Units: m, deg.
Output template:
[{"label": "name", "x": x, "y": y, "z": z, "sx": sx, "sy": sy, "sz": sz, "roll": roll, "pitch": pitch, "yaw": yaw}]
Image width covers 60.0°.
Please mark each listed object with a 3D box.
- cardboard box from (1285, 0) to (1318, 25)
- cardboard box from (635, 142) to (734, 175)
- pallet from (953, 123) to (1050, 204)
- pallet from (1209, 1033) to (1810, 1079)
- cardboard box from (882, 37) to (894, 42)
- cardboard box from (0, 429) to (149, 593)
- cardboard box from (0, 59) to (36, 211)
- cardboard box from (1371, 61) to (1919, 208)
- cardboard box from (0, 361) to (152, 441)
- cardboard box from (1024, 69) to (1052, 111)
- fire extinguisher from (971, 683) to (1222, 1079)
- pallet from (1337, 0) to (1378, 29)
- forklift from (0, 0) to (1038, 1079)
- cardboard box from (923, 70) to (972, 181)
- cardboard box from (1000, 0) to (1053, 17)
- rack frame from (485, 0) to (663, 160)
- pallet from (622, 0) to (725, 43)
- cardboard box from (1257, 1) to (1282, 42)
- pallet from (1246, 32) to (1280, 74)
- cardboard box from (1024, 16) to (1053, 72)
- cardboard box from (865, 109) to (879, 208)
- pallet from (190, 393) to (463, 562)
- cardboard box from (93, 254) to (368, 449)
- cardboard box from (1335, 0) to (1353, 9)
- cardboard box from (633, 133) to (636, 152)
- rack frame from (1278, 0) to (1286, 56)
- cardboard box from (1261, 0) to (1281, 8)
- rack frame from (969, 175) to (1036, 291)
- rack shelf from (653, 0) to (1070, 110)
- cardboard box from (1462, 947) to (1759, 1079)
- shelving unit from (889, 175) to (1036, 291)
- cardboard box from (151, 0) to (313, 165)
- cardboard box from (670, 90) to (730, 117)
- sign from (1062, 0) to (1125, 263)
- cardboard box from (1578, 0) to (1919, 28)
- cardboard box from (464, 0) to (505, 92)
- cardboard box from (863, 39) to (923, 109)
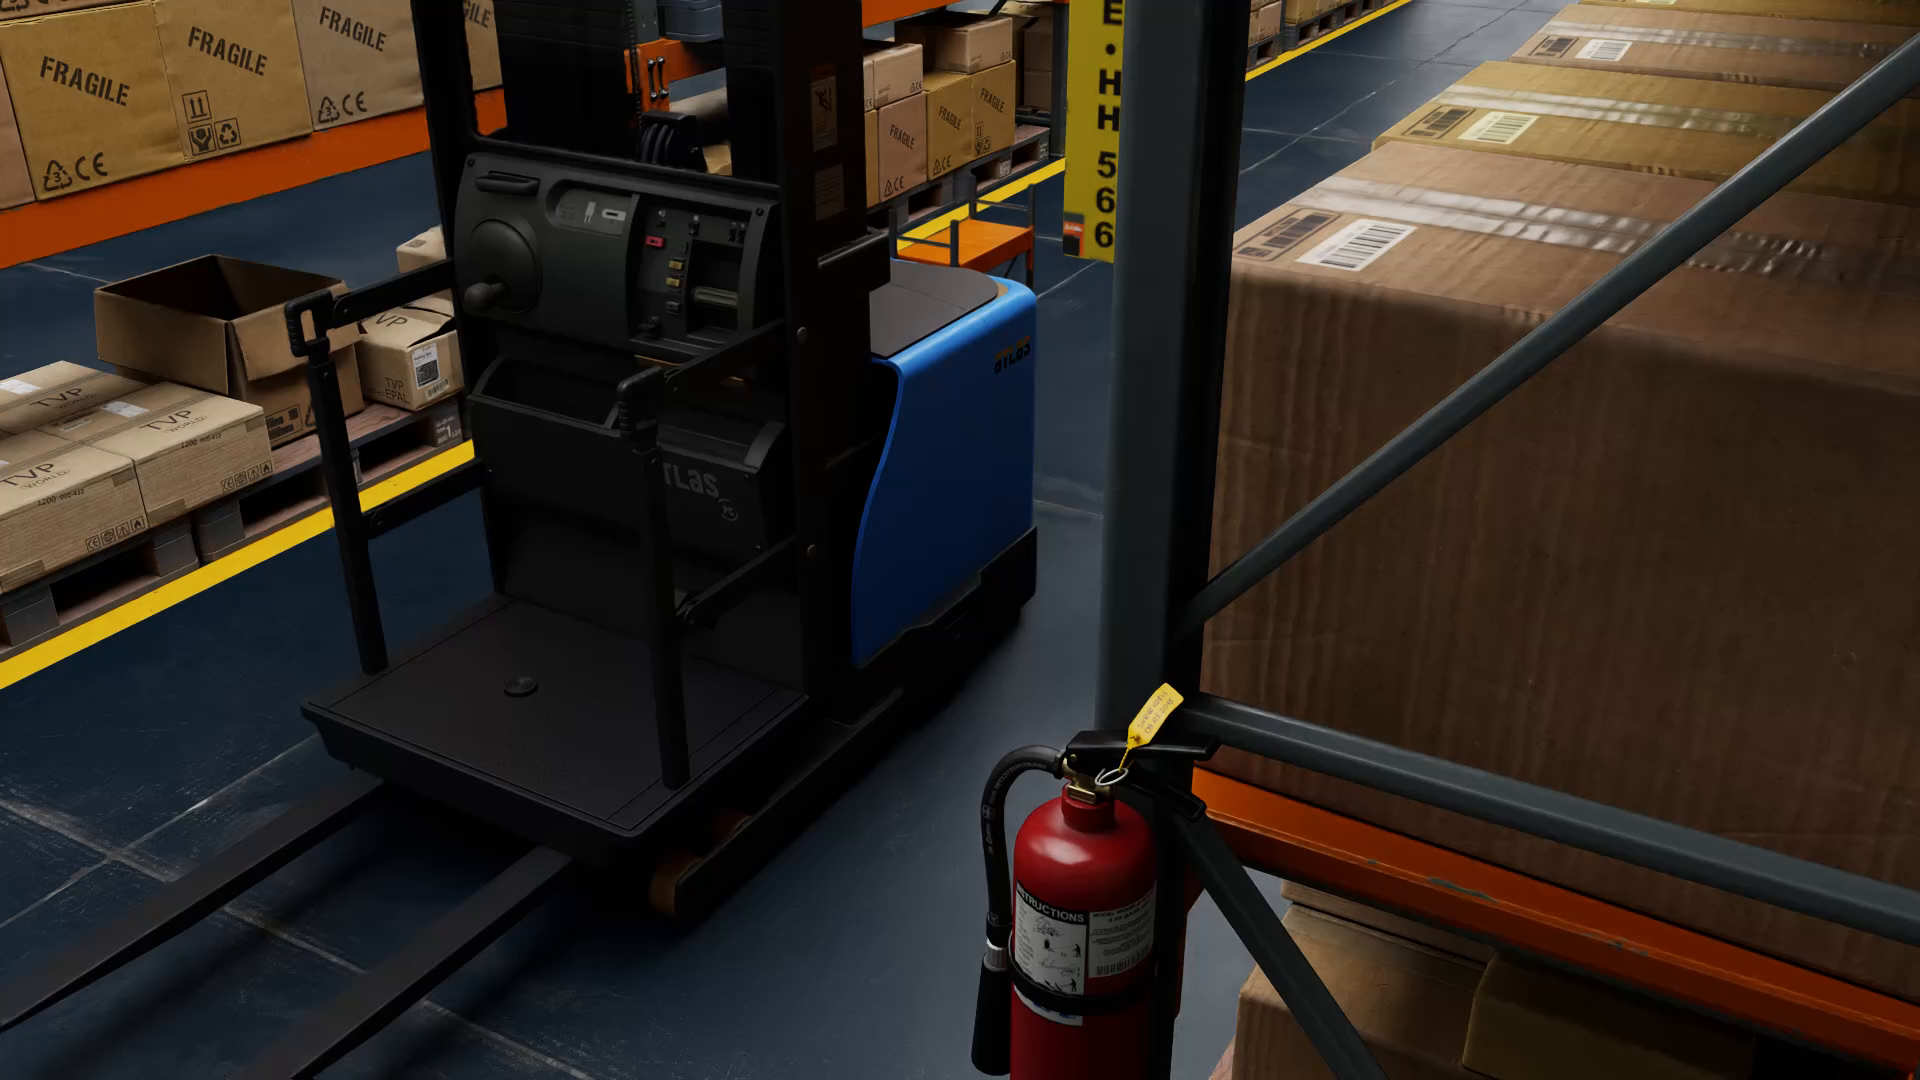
[{"label": "cardboard box", "x": 2.704, "y": -4.539, "z": 14.069, "sx": 0.500, "sy": 0.250, "sz": 0.500, "roll": 14, "pitch": 30, "yaw": 26}, {"label": "cardboard box", "x": -1.274, "y": -1.563, "z": 7.822, "sx": 0.500, "sy": 0.500, "sz": 0.500, "roll": 13, "pitch": 29, "yaw": 24}, {"label": "pallet", "x": -0.156, "y": -2.378, "z": 10.265, "sx": 1.003, "sy": 0.211, "sz": 1.213, "roll": 14, "pitch": 30, "yaw": 26}, {"label": "pallet", "x": 0.948, "y": 1.217, "z": 3.082, "sx": 1.003, "sy": 0.211, "sz": 1.213, "roll": 14, "pitch": 30, "yaw": 26}, {"label": "cardboard box", "x": -0.229, "y": -2.872, "z": 10.438, "sx": 0.500, "sy": 0.500, "sz": 0.500, "roll": 16, "pitch": 31, "yaw": 28}, {"label": "cardboard box", "x": -2.931, "y": -0.102, "z": 5.182, "sx": 0.500, "sy": 0.250, "sz": 0.500, "roll": 14, "pitch": 30, "yaw": 26}, {"label": "cardboard box", "x": -2.995, "y": -1.152, "z": 4.589, "sx": 0.500, "sy": 0.500, "sz": 0.500, "roll": 14, "pitch": 30, "yaw": 26}, {"label": "cardboard box", "x": 1.213, "y": -0.322, "z": 2.707, "sx": 0.980, "sy": 0.700, "sz": 0.700, "roll": 14, "pitch": 30, "yaw": 26}, {"label": "cardboard box", "x": -3.145, "y": -0.387, "z": 5.753, "sx": 0.500, "sy": 0.250, "sz": 0.500, "roll": 14, "pitch": 30, "yaw": 26}, {"label": "cardboard box", "x": 0.757, "y": -3.006, "z": 11.006, "sx": 0.500, "sy": 0.250, "sz": 0.500, "roll": 14, "pitch": 30, "yaw": 26}, {"label": "fire extinguisher", "x": 0.147, "y": 0.458, "z": 1.988, "sx": 0.296, "sy": 0.674, "sz": 0.183, "roll": 14, "pitch": 30, "yaw": 26}, {"label": "pallet", "x": 3.238, "y": -4.998, "z": 15.498, "sx": 1.003, "sy": 0.211, "sz": 1.213, "roll": 14, "pitch": 30, "yaw": 26}, {"label": "forklift", "x": -0.942, "y": -0.643, "z": 3.760, "sx": 1.130, "sy": 2.935, "sz": 3.031, "roll": 15, "pitch": 30, "yaw": 27}, {"label": "cardboard box", "x": -0.267, "y": -2.369, "z": 9.433, "sx": 0.500, "sy": 0.500, "sz": 0.500, "roll": 13, "pitch": 29, "yaw": 24}, {"label": "cardboard box", "x": 0.537, "y": -3.579, "z": 11.525, "sx": 0.500, "sy": 0.311, "sz": 0.500, "roll": 14, "pitch": 30, "yaw": 25}, {"label": "rack frame", "x": -1.724, "y": -2.349, "z": 7.092, "sx": 1.000, "sy": 3.000, "sz": 0.127, "roll": 14, "pitch": 30, "yaw": 26}, {"label": "pallet", "x": -1.236, "y": -2.551, "z": 7.709, "sx": 1.003, "sy": 0.211, "sz": 1.213, "roll": 14, "pitch": 30, "yaw": 26}, {"label": "cardboard box", "x": 2.260, "y": -4.200, "z": 13.391, "sx": 0.500, "sy": 0.250, "sz": 0.500, "roll": 14, "pitch": 30, "yaw": 26}, {"label": "pallet", "x": 1.883, "y": -3.924, "z": 13.353, "sx": 1.003, "sy": 0.211, "sz": 1.213, "roll": 14, "pitch": 30, "yaw": 26}, {"label": "cardboard box", "x": 0.757, "y": -3.256, "z": 10.880, "sx": 0.500, "sy": 0.311, "sz": 0.500, "roll": 15, "pitch": 30, "yaw": 28}, {"label": "cardboard box", "x": -0.769, "y": -1.966, "z": 8.628, "sx": 0.500, "sy": 0.500, "sz": 0.500, "roll": 15, "pitch": 30, "yaw": 27}, {"label": "pallet", "x": -2.662, "y": -0.357, "z": 6.228, "sx": 1.003, "sy": 0.211, "sz": 1.213, "roll": 14, "pitch": 30, "yaw": 26}, {"label": "cardboard box", "x": -2.644, "y": -0.696, "z": 6.087, "sx": 0.797, "sy": 0.503, "sz": 0.637, "roll": 14, "pitch": 30, "yaw": 26}, {"label": "cardboard box", "x": 3.205, "y": -4.927, "z": 14.843, "sx": 0.500, "sy": 0.250, "sz": 0.500, "roll": 14, "pitch": 30, "yaw": 26}, {"label": "cardboard box", "x": -1.731, "y": -1.683, "z": 8.063, "sx": 0.500, "sy": 0.500, "sz": 0.500, "roll": 14, "pitch": 30, "yaw": 26}, {"label": "rack frame", "x": 2.212, "y": -5.467, "z": 13.320, "sx": 1.000, "sy": 3.000, "sz": 0.127, "roll": 14, "pitch": 30, "yaw": 26}, {"label": "cardboard box", "x": 2.262, "y": -4.455, "z": 13.275, "sx": 0.500, "sy": 0.311, "sz": 0.500, "roll": 14, "pitch": 30, "yaw": 26}, {"label": "rack frame", "x": 0.137, "y": -0.636, "z": 5.680, "sx": 0.240, "sy": 1.200, "sz": 0.015, "roll": 15, "pitch": 30, "yaw": 27}, {"label": "rack shelf", "x": -0.740, "y": -2.807, "z": 8.810, "sx": 1.077, "sy": 0.370, "sz": 4.000, "roll": 14, "pitch": 30, "yaw": 26}, {"label": "cardboard box", "x": 0.993, "y": 0.737, "z": 2.525, "sx": 0.380, "sy": 0.149, "sz": 0.250, "roll": 14, "pitch": 30, "yaw": 26}, {"label": "shelving unit", "x": 0.013, "y": -0.542, "z": 5.492, "sx": 0.258, "sy": 1.200, "sz": 0.503, "roll": 15, "pitch": 30, "yaw": 27}, {"label": "cardboard box", "x": -2.498, "y": -1.541, "z": 5.367, "sx": 0.500, "sy": 0.500, "sz": 0.500, "roll": 15, "pitch": 30, "yaw": 27}, {"label": "cardboard box", "x": -1.233, "y": -2.070, "z": 8.834, "sx": 0.500, "sy": 0.500, "sz": 0.500, "roll": 15, "pitch": 30, "yaw": 27}, {"label": "sign", "x": 0.157, "y": -0.449, "z": 1.739, "sx": 0.100, "sy": 0.325, "sz": 0.005, "roll": 14, "pitch": 30, "yaw": 26}, {"label": "cardboard box", "x": 1.946, "y": -0.903, "z": 3.867, "sx": 0.980, "sy": 0.700, "sz": 0.700, "roll": 13, "pitch": 30, "yaw": 25}, {"label": "cardboard box", "x": -1.999, "y": -1.941, "z": 6.165, "sx": 0.500, "sy": 0.500, "sz": 0.500, "roll": 15, "pitch": 30, "yaw": 28}, {"label": "cardboard box", "x": -0.536, "y": -2.484, "z": 8.824, "sx": 0.500, "sy": 0.250, "sz": 0.500, "roll": 14, "pitch": 30, "yaw": 25}]
